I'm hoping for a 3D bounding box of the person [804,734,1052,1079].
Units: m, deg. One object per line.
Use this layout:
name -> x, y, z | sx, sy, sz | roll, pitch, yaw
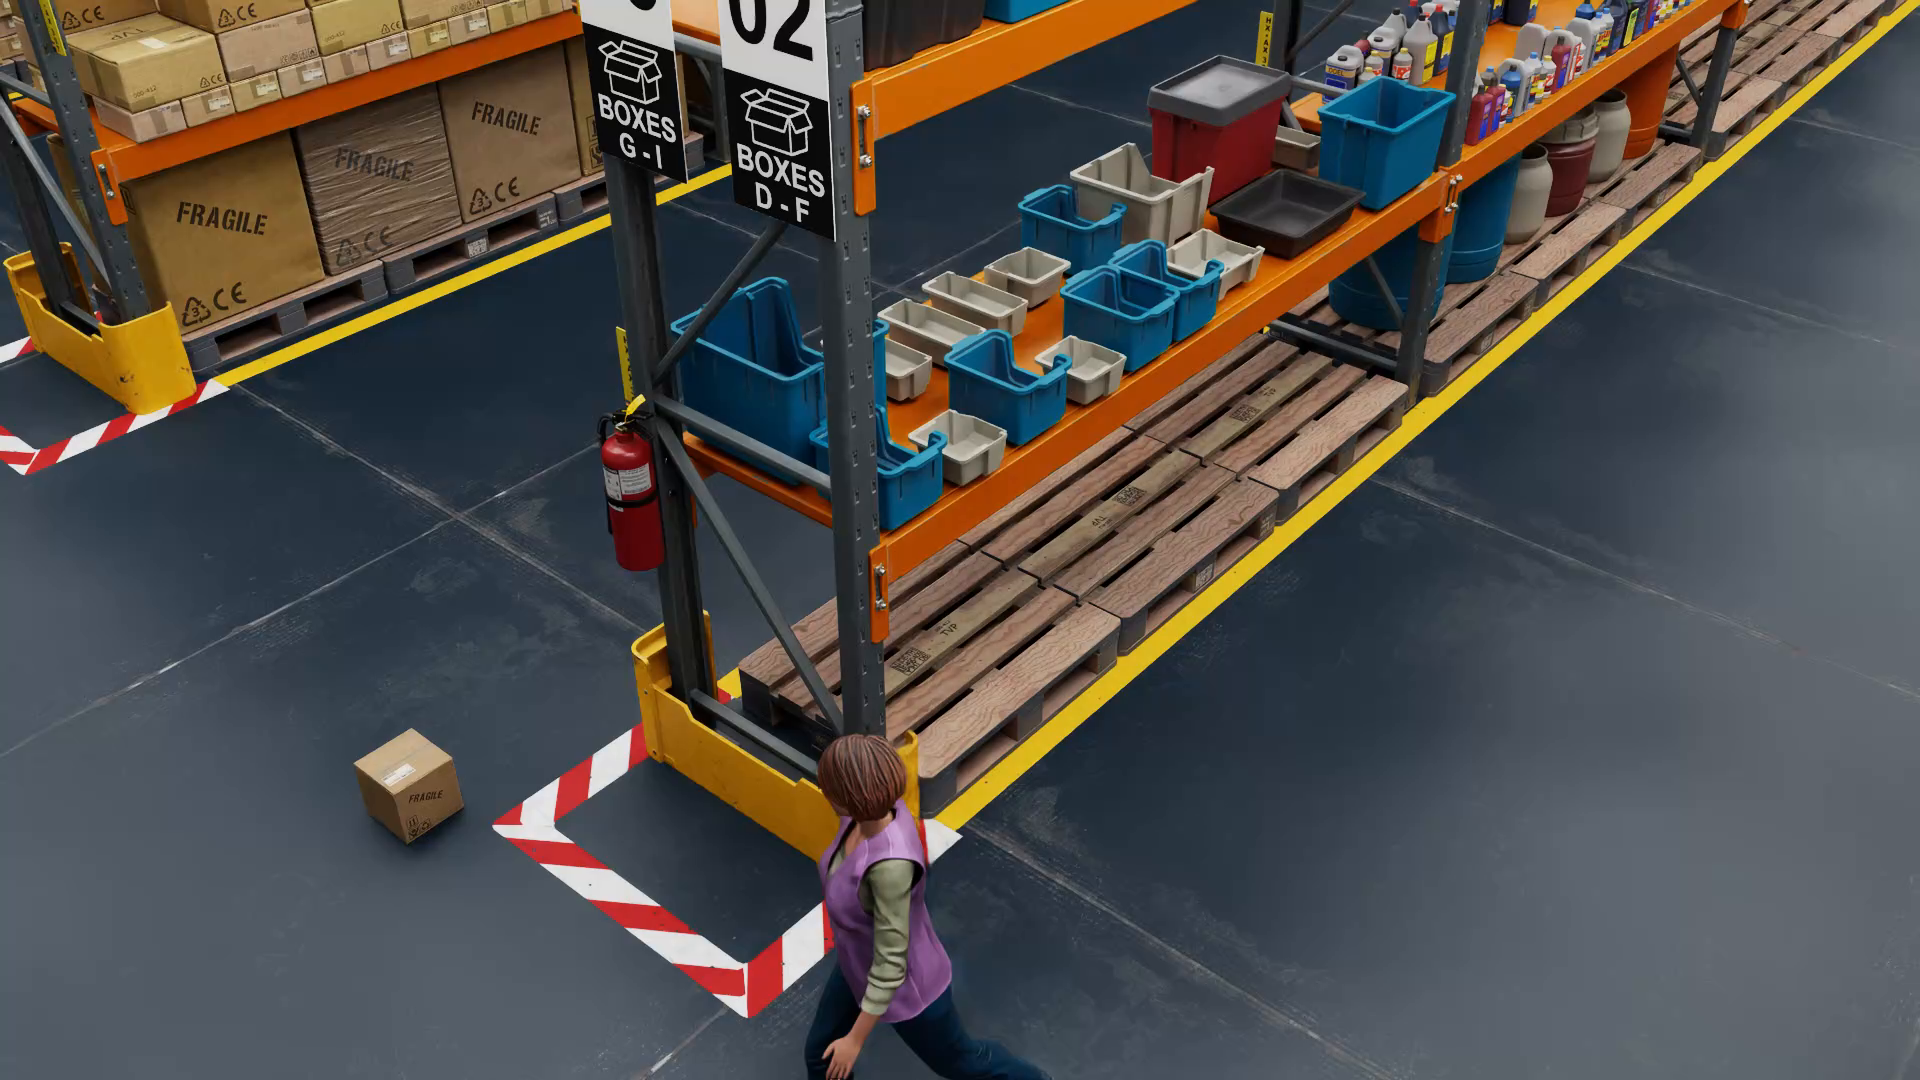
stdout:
person -> -0.191, 1.185, 4.505 | 0.942, 1.537, 0.486 | -13, 38, -18
